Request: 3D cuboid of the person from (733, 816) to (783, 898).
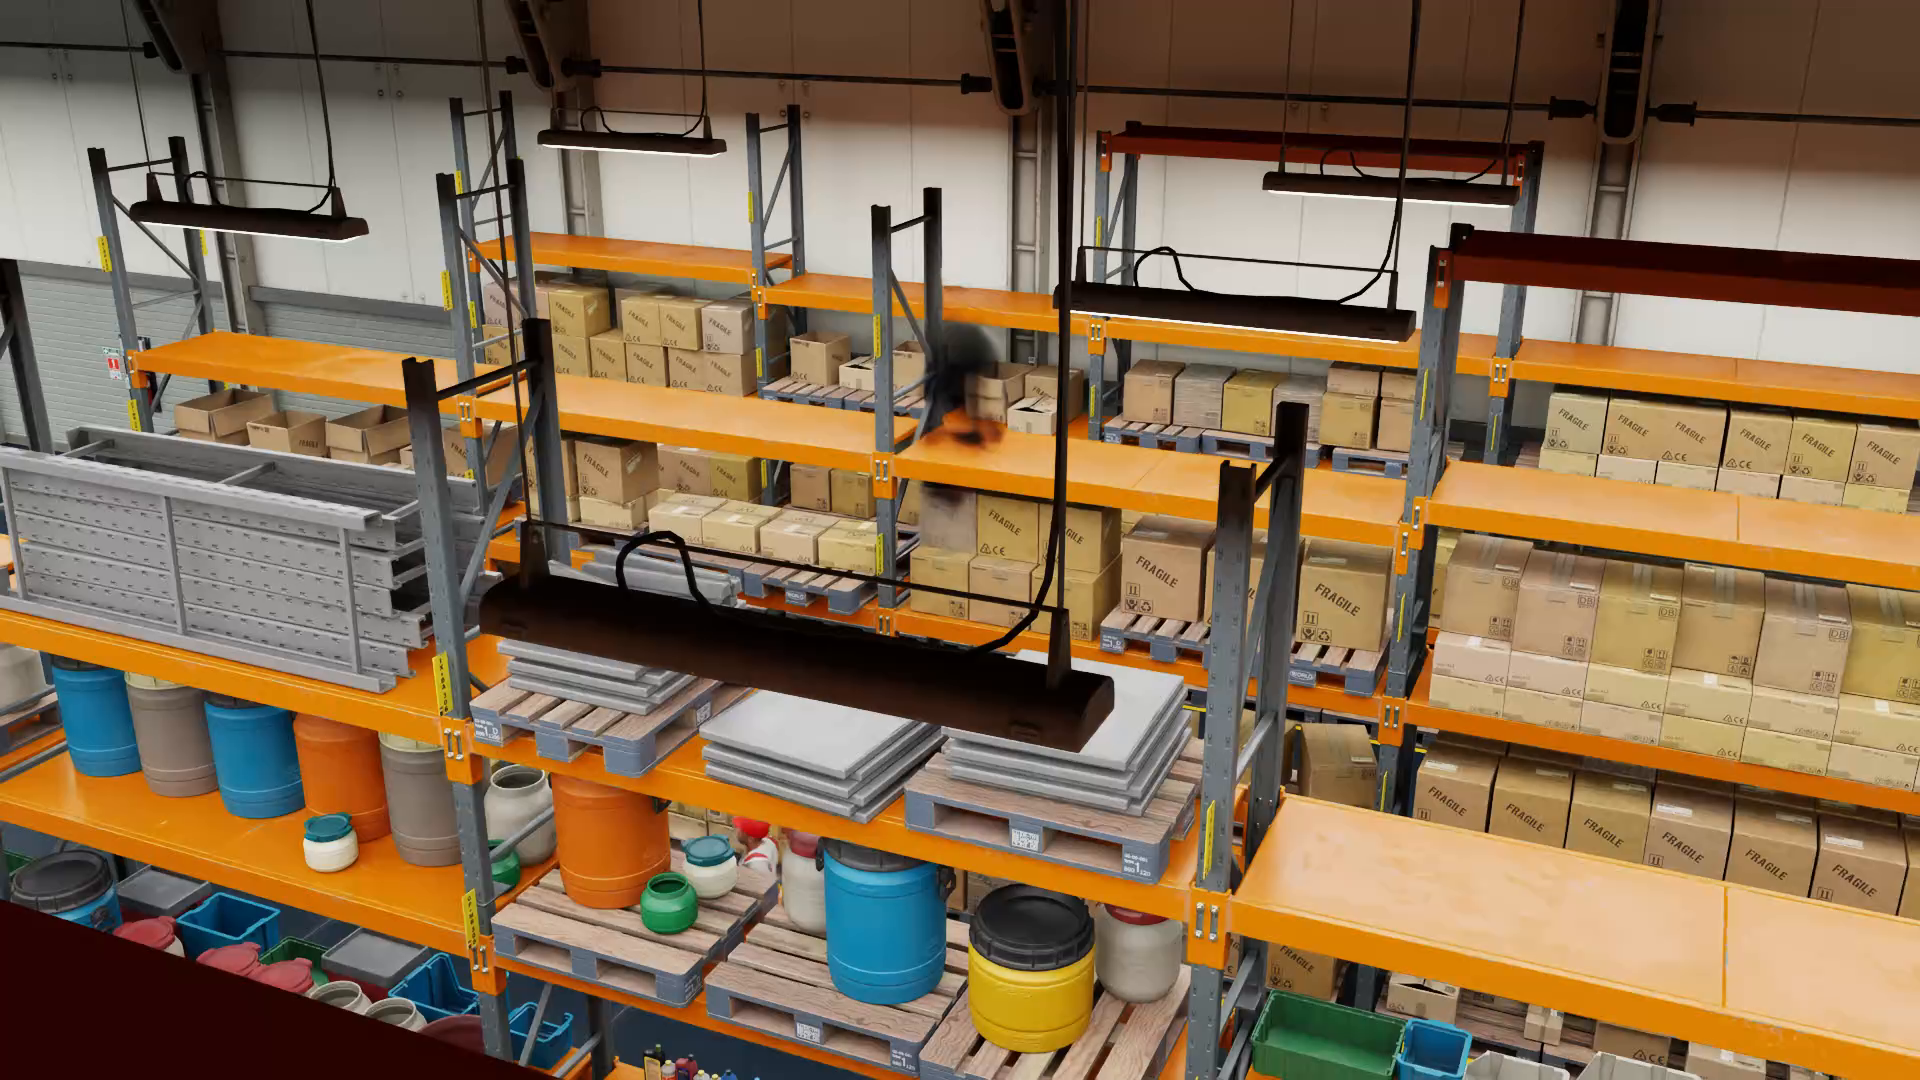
[{"bbox_3d":[-1.474,2.849,12.550,0.865,1.791,0.685,3,21,7],"label":"person"}]
